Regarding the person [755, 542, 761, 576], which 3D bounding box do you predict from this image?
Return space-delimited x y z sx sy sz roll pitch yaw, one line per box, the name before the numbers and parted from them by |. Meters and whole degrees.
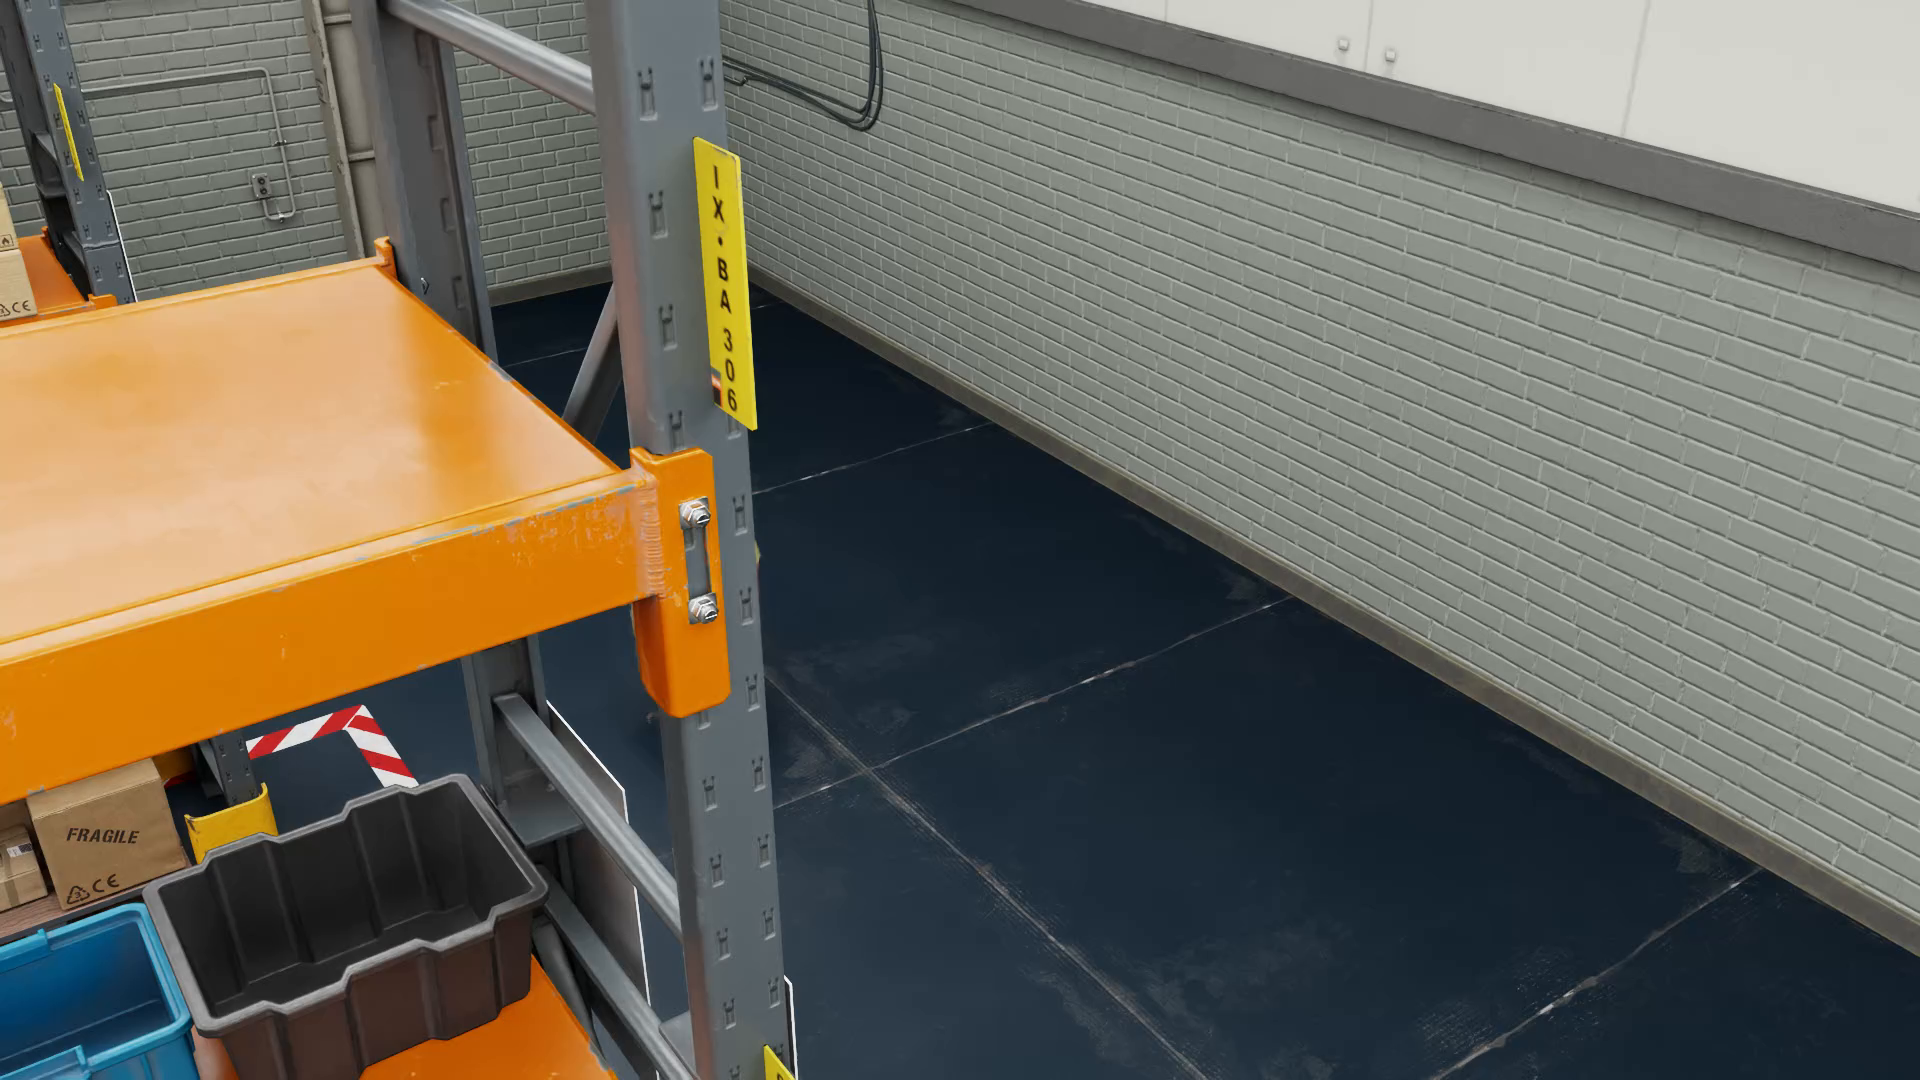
person | -1.298 0.192 8.434 0.582 1.572 0.412 -20 34 -31
